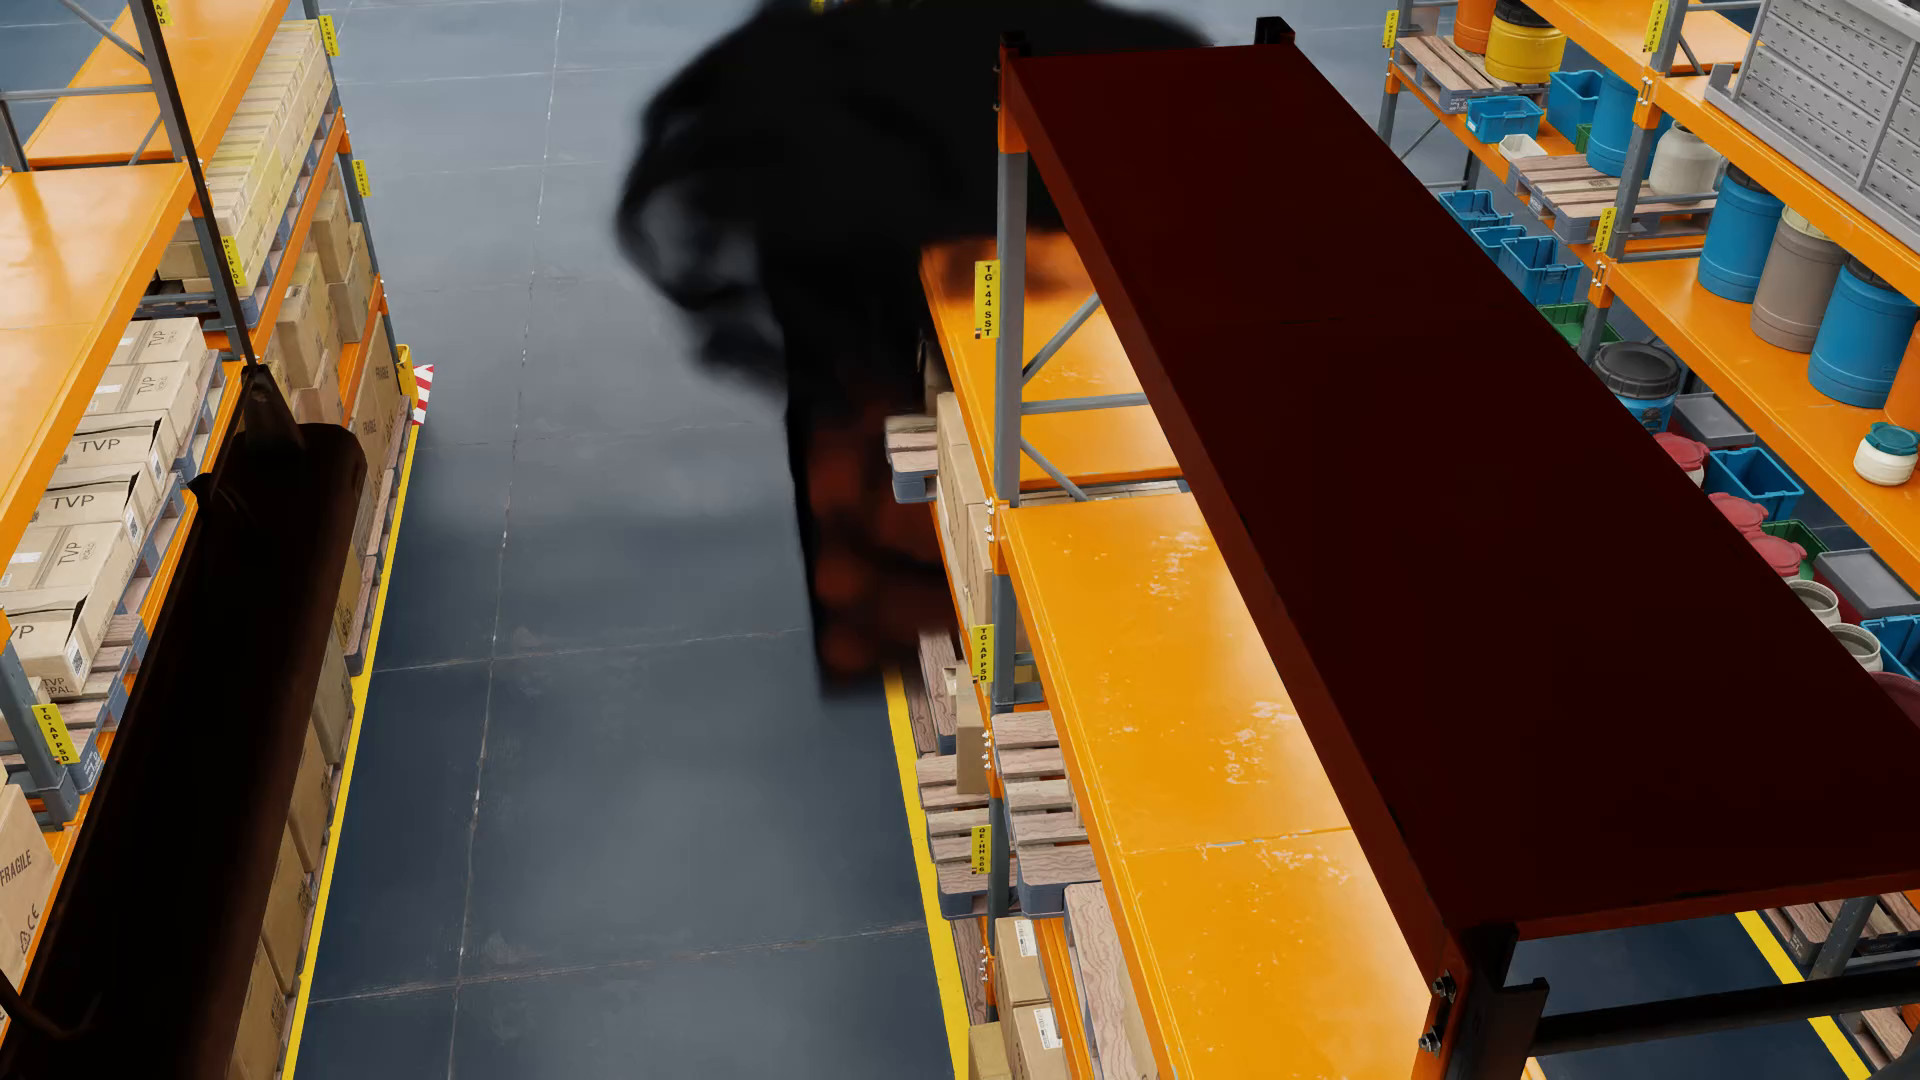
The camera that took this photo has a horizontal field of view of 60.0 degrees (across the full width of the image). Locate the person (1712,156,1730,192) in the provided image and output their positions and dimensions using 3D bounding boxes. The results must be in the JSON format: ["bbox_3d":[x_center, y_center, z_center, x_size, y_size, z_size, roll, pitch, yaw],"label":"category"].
[{"bbox_3d":[8.327,-4.180,17.756,0.760,1.619,0.622,17,40,22],"label":"person"}]
